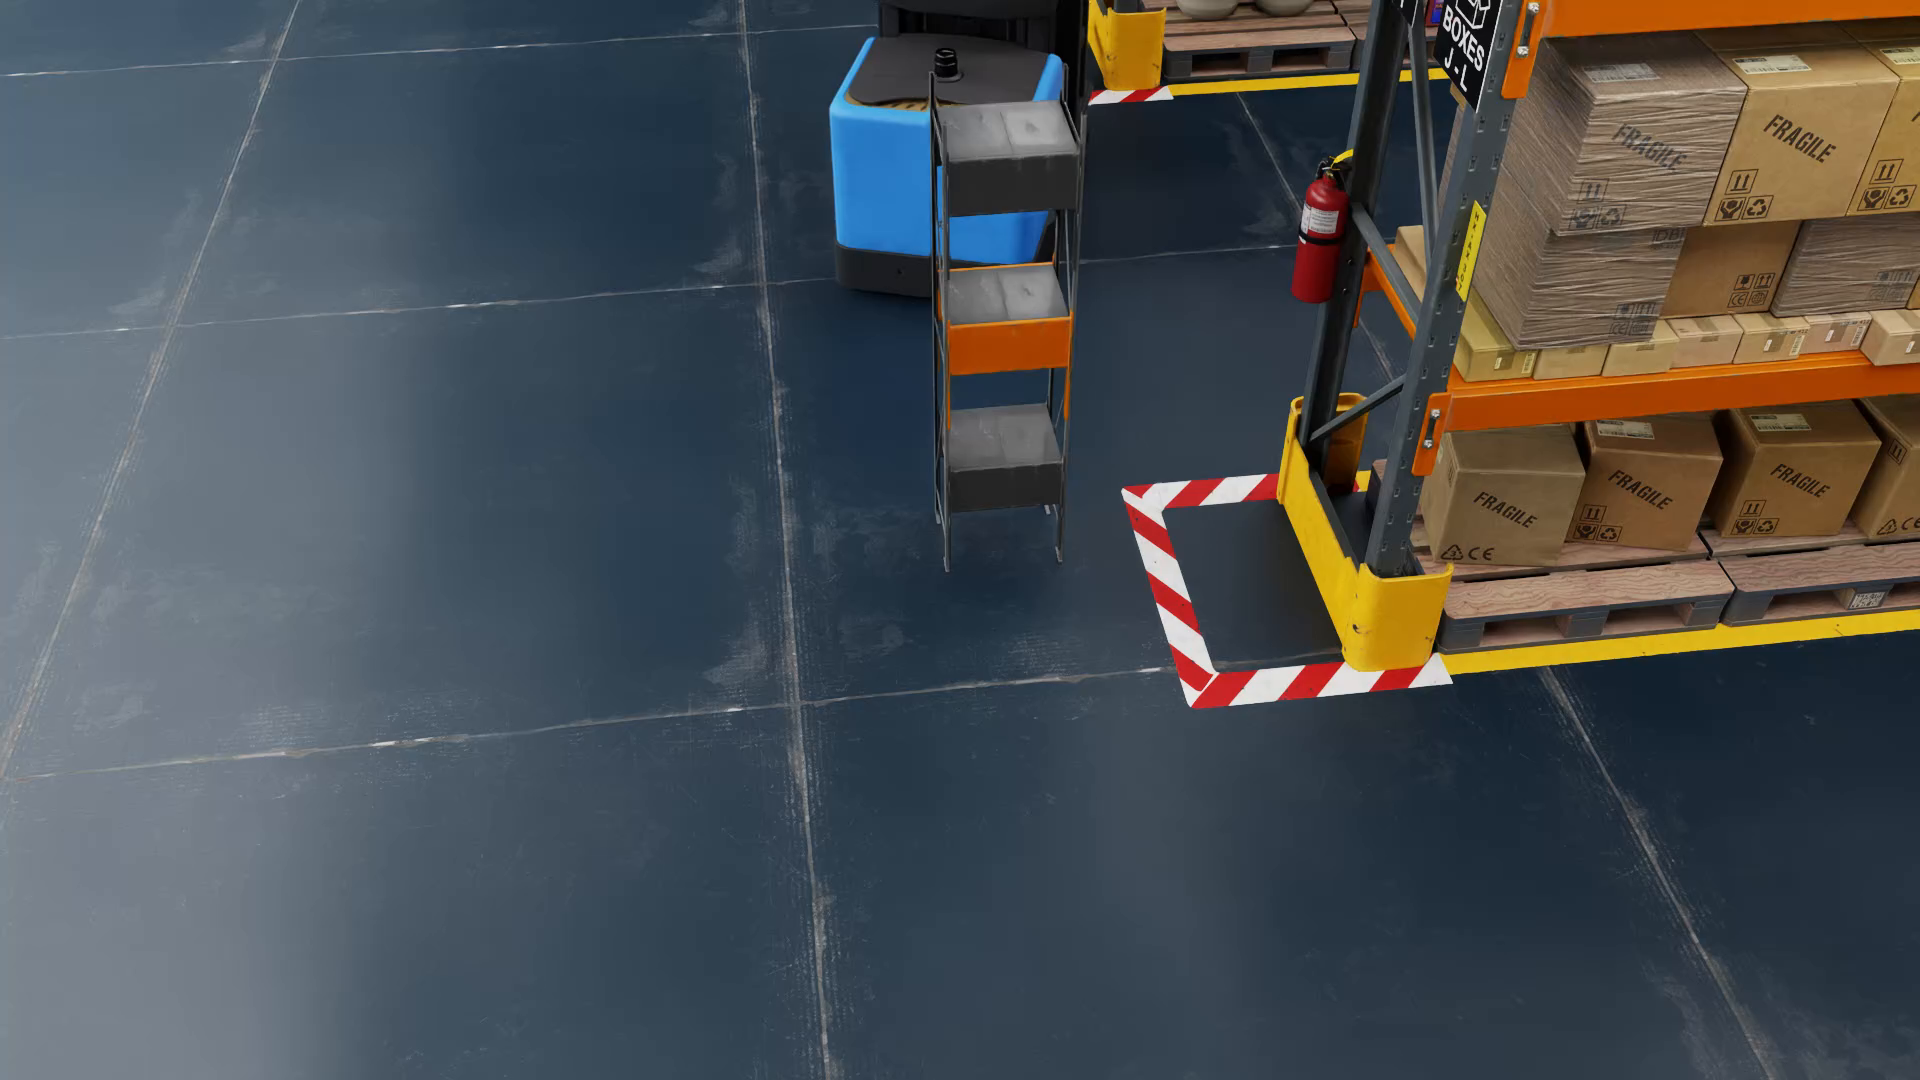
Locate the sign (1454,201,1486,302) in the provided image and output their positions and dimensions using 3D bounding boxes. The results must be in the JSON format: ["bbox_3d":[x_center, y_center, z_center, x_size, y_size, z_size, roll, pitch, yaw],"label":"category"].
[{"bbox_3d":[1.656,-0.937,5.403,0.005,0.325,0.100,-5,42,-6],"label":"sign"}]

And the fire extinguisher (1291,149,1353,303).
[{"bbox_3d":[1.412,-1.244,6.447,0.183,0.674,0.296,-5,42,-6],"label":"fire extinguisher"}]

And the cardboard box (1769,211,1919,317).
[{"bbox_3d":[3.116,-1.291,6.145,0.500,0.500,0.875,-5,42,-6],"label":"cardboard box"}]

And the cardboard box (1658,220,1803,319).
[{"bbox_3d":[2.615,-1.276,6.129,0.500,0.500,0.875,-5,42,-6],"label":"cardboard box"}]

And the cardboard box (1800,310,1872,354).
[{"bbox_3d":[3.138,-0.862,6.154,0.250,0.149,0.380,-5,42,-6],"label":"cardboard box"}]

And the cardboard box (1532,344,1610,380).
[{"bbox_3d":[2.149,-0.758,6.039,0.250,0.149,0.380,-5,42,-6],"label":"cardboard box"}]

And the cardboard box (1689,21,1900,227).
[{"bbox_3d":[2.663,-1.401,5.520,0.500,0.500,0.500,-5,42,-6],"label":"cardboard box"}]

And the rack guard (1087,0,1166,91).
[{"bbox_3d":[1.013,-3.375,10.619,0.348,0.500,1.175,-5,42,-6],"label":"rack guard"}]

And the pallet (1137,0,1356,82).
[{"bbox_3d":[1.819,-3.335,10.790,1.213,0.211,1.003,-5,42,-6],"label":"pallet"}]

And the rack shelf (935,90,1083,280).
[{"bbox_3d":[0.164,-1.304,6.103,0.480,0.518,0.431,-5,42,-6],"label":"rack shelf"}]

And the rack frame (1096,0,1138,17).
[{"bbox_3d":[0.943,-4.266,9.739,0.127,3.000,1.000,-5,42,-6],"label":"rack frame"}]

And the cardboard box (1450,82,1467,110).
[{"bbox_3d":[2.099,-1.707,5.860,0.500,0.500,0.500,-5,42,-6],"label":"cardboard box"}]

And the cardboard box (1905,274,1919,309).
[{"bbox_3d":[3.613,-1.327,6.185,0.500,0.500,0.875,-5,42,-6],"label":"cardboard box"}]

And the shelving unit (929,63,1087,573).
[{"bbox_3d":[0.164,-0.794,6.563,0.503,2.100,0.431,-5,42,-6],"label":"shelving unit"}]

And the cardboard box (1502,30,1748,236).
[{"bbox_3d":[2.166,-1.362,5.477,0.500,0.500,0.500,-5,42,-6],"label":"cardboard box"}]

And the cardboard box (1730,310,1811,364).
[{"bbox_3d":[2.893,-0.823,6.110,0.250,0.149,0.380,-5,42,-6],"label":"cardboard box"}]

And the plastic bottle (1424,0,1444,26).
[{"bbox_3d":[3.008,-3.378,10.455,0.133,0.283,0.061,-4,42,-5],"label":"plastic bottle"}]

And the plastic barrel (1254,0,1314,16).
[{"bbox_3d":[2.083,-3.649,10.600,0.421,0.512,0.421,0,42,0],"label":"plastic barrel"}]

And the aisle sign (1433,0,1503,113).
[{"bbox_3d":[1.563,-1.737,4.995,0.004,0.787,0.394,-5,42,-6],"label":"aisle sign"}]

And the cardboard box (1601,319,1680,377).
[{"bbox_3d":[2.399,-0.770,6.052,0.250,0.149,0.380,-5,42,-6],"label":"cardboard box"}]

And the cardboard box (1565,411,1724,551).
[{"bbox_3d":[2.795,-0.322,6.920,0.500,0.500,0.500,5,42,6],"label":"cardboard box"}]

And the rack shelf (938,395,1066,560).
[{"bbox_3d":[0.164,-0.264,7.041,0.480,0.518,0.431,-5,42,-6],"label":"rack shelf"}]

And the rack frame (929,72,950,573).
[{"bbox_3d":[-0.078,-0.773,6.539,0.015,2.100,0.400,-5,42,-6],"label":"rack frame"}]

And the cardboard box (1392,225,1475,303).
[{"bbox_3d":[1.841,-1.045,6.356,0.250,0.149,0.380,-5,42,-6],"label":"cardboard box"}]

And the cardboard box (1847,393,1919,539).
[{"bbox_3d":[3.977,-0.382,6.987,0.500,0.500,0.500,-9,43,-9],"label":"cardboard box"}]

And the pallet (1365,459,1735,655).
[{"bbox_3d":[2.471,0.006,7.086,1.213,0.211,1.003,-5,42,-6],"label":"pallet"}]

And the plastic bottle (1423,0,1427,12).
[{"bbox_3d":[2.884,-3.349,10.484,0.097,0.201,0.097,0,42,0],"label":"plastic bottle"}]

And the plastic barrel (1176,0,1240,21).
[{"bbox_3d":[1.586,-3.606,10.552,0.421,0.512,0.421,0,42,0],"label":"plastic barrel"}]

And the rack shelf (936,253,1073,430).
[{"bbox_3d":[0.164,-0.784,6.572,0.480,0.518,0.431,-5,42,-6],"label":"rack shelf"}]

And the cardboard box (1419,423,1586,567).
[{"bbox_3d":[2.207,-0.247,6.837,0.500,0.500,0.500,2,42,2],"label":"cardboard box"}]

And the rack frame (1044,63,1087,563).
[{"bbox_3d":[0.406,-0.815,6.586,0.015,2.100,0.400,-5,42,-6],"label":"rack frame"}]

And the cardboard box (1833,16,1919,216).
[{"bbox_3d":[3.158,-1.445,5.569,0.500,0.500,0.500,-5,42,-6],"label":"cardboard box"}]

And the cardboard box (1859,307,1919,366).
[{"bbox_3d":[3.399,-0.815,6.102,0.250,0.149,0.380,-5,42,-6],"label":"cardboard box"}]

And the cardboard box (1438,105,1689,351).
[{"bbox_3d":[2.134,-1.153,5.992,0.500,0.500,0.875,-5,42,-6],"label":"cardboard box"}]

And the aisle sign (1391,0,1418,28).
[{"bbox_3d":[1.485,-2.135,5.437,0.004,0.787,0.394,-5,42,-6],"label":"aisle sign"}]

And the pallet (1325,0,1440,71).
[{"bbox_3d":[3.026,-3.439,10.905,1.213,0.211,1.003,-5,42,-6],"label":"pallet"}]

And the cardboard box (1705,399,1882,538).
[{"bbox_3d":[3.418,-0.363,6.966,0.500,0.500,0.500,-1,42,-2],"label":"cardboard box"}]

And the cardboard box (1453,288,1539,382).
[{"bbox_3d":[1.899,-0.749,6.029,0.250,0.149,0.380,-5,42,-6],"label":"cardboard box"}]

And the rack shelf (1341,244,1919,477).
[{"bbox_3d":[3.569,-0.883,6.526,4.000,0.370,1.077,-5,42,-6],"label":"rack shelf"}]

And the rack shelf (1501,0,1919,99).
[{"bbox_3d":[3.569,-1.997,5.522,4.000,0.370,1.077,-5,42,-6],"label":"rack shelf"}]

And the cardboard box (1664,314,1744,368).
[{"bbox_3d":[2.644,-0.805,6.091,0.250,0.149,0.380,-5,42,-6],"label":"cardboard box"}]

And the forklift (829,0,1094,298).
[{"bbox_3d":[0.156,-3.267,8.684,1.130,2.935,3.031,8,43,9],"label":"forklift"}]

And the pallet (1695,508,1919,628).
[{"bbox_3d":[3.678,-0.098,7.201,1.213,0.211,1.003,-5,42,-6],"label":"pallet"}]

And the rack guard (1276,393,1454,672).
[{"bbox_3d":[1.661,-0.055,6.937,0.348,0.500,1.175,-5,42,-6],"label":"rack guard"}]

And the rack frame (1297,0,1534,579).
[{"bbox_3d":[1.585,-0.976,6.093,0.127,3.000,1.000,-5,42,-6],"label":"rack frame"}]
